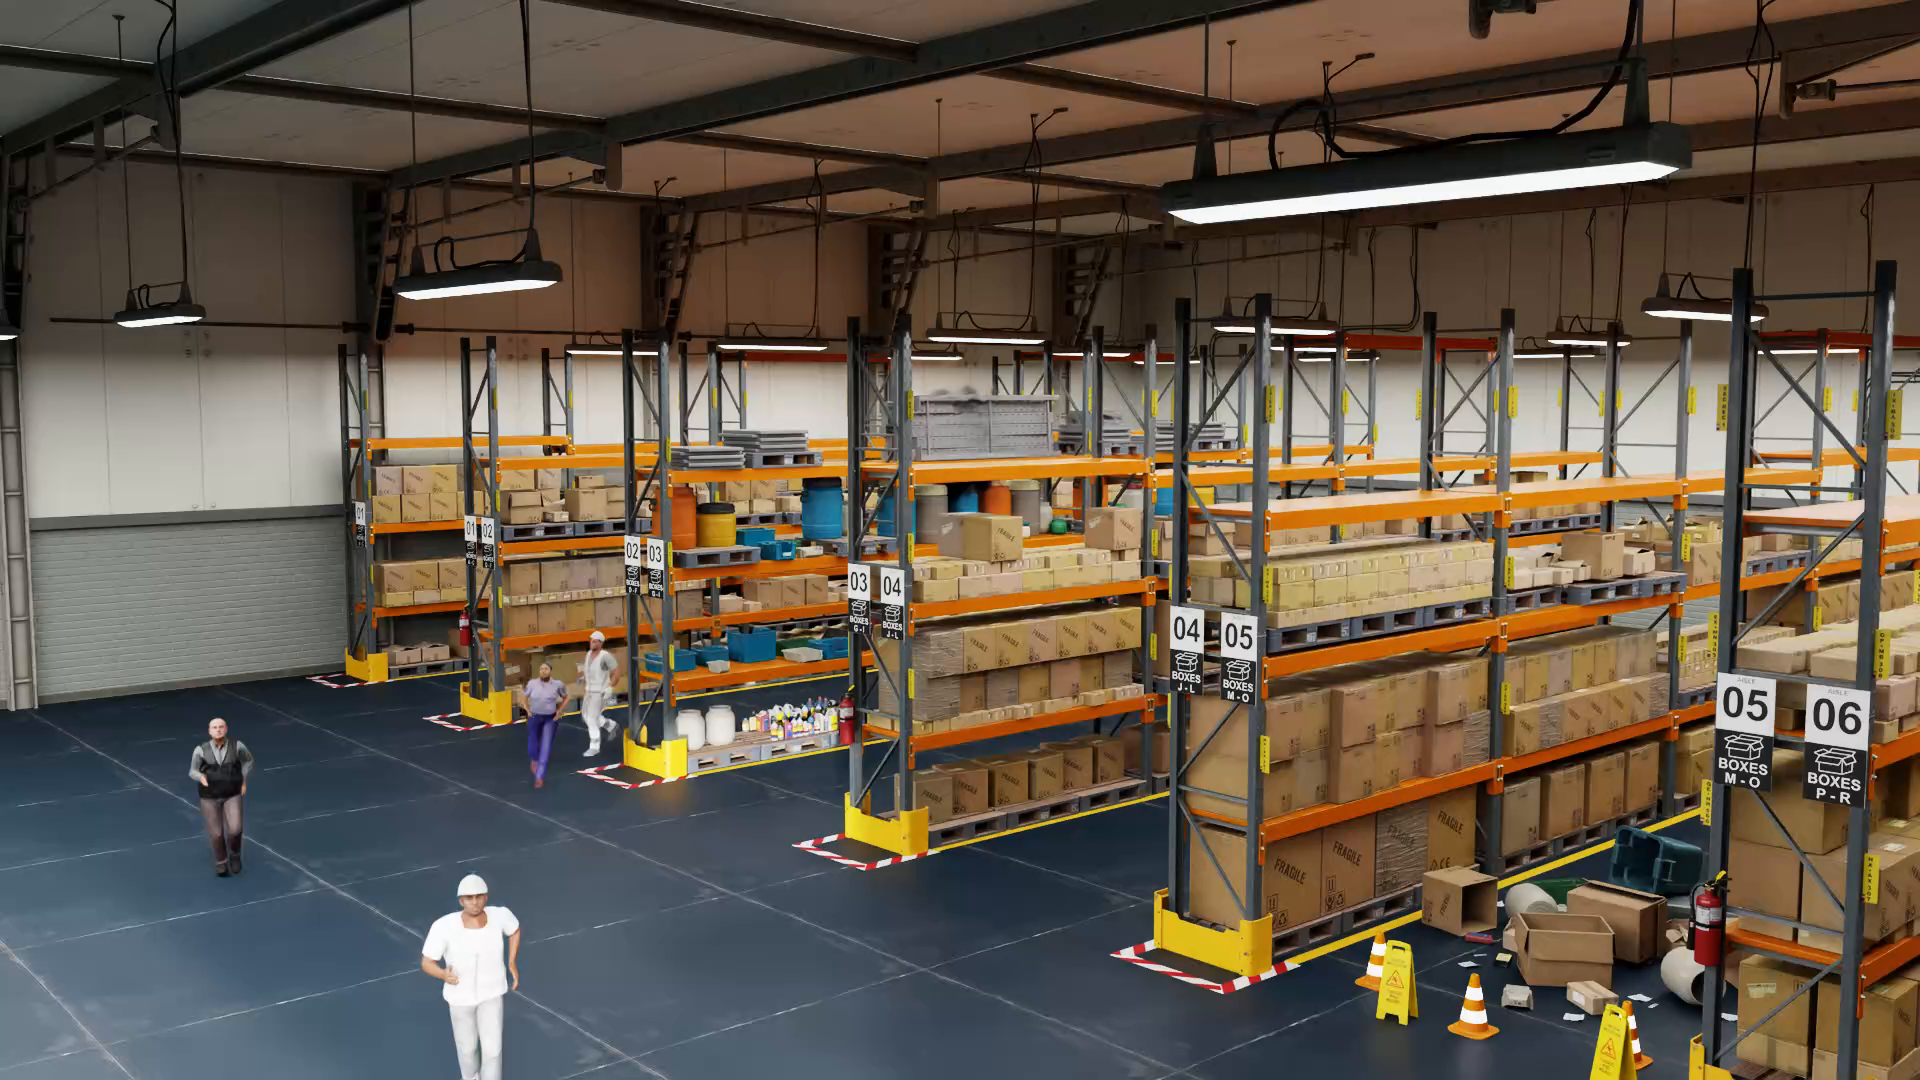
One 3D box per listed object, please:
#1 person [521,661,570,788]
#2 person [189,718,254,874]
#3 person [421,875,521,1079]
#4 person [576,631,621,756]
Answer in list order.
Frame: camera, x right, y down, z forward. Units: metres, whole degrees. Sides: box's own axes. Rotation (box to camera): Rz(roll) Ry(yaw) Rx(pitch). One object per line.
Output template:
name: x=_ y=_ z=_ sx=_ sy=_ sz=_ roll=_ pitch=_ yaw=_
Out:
person: x=-5.483 y=2.411 z=22.000 sx=0.620 sy=1.621 sz=0.734 roll=-1 pitch=5 yaw=-6
person: x=-7.815 y=2.737 z=17.625 sx=0.638 sy=1.686 sz=0.638 roll=-2 pitch=6 yaw=-22
person: x=-3.432 y=3.242 z=11.722 sx=0.678 sy=1.818 sz=0.800 roll=-1 pitch=5 yaw=-16
person: x=-5.146 y=2.175 z=23.765 sx=0.649 sy=1.758 sz=0.662 roll=5 pitch=7 yaw=42
